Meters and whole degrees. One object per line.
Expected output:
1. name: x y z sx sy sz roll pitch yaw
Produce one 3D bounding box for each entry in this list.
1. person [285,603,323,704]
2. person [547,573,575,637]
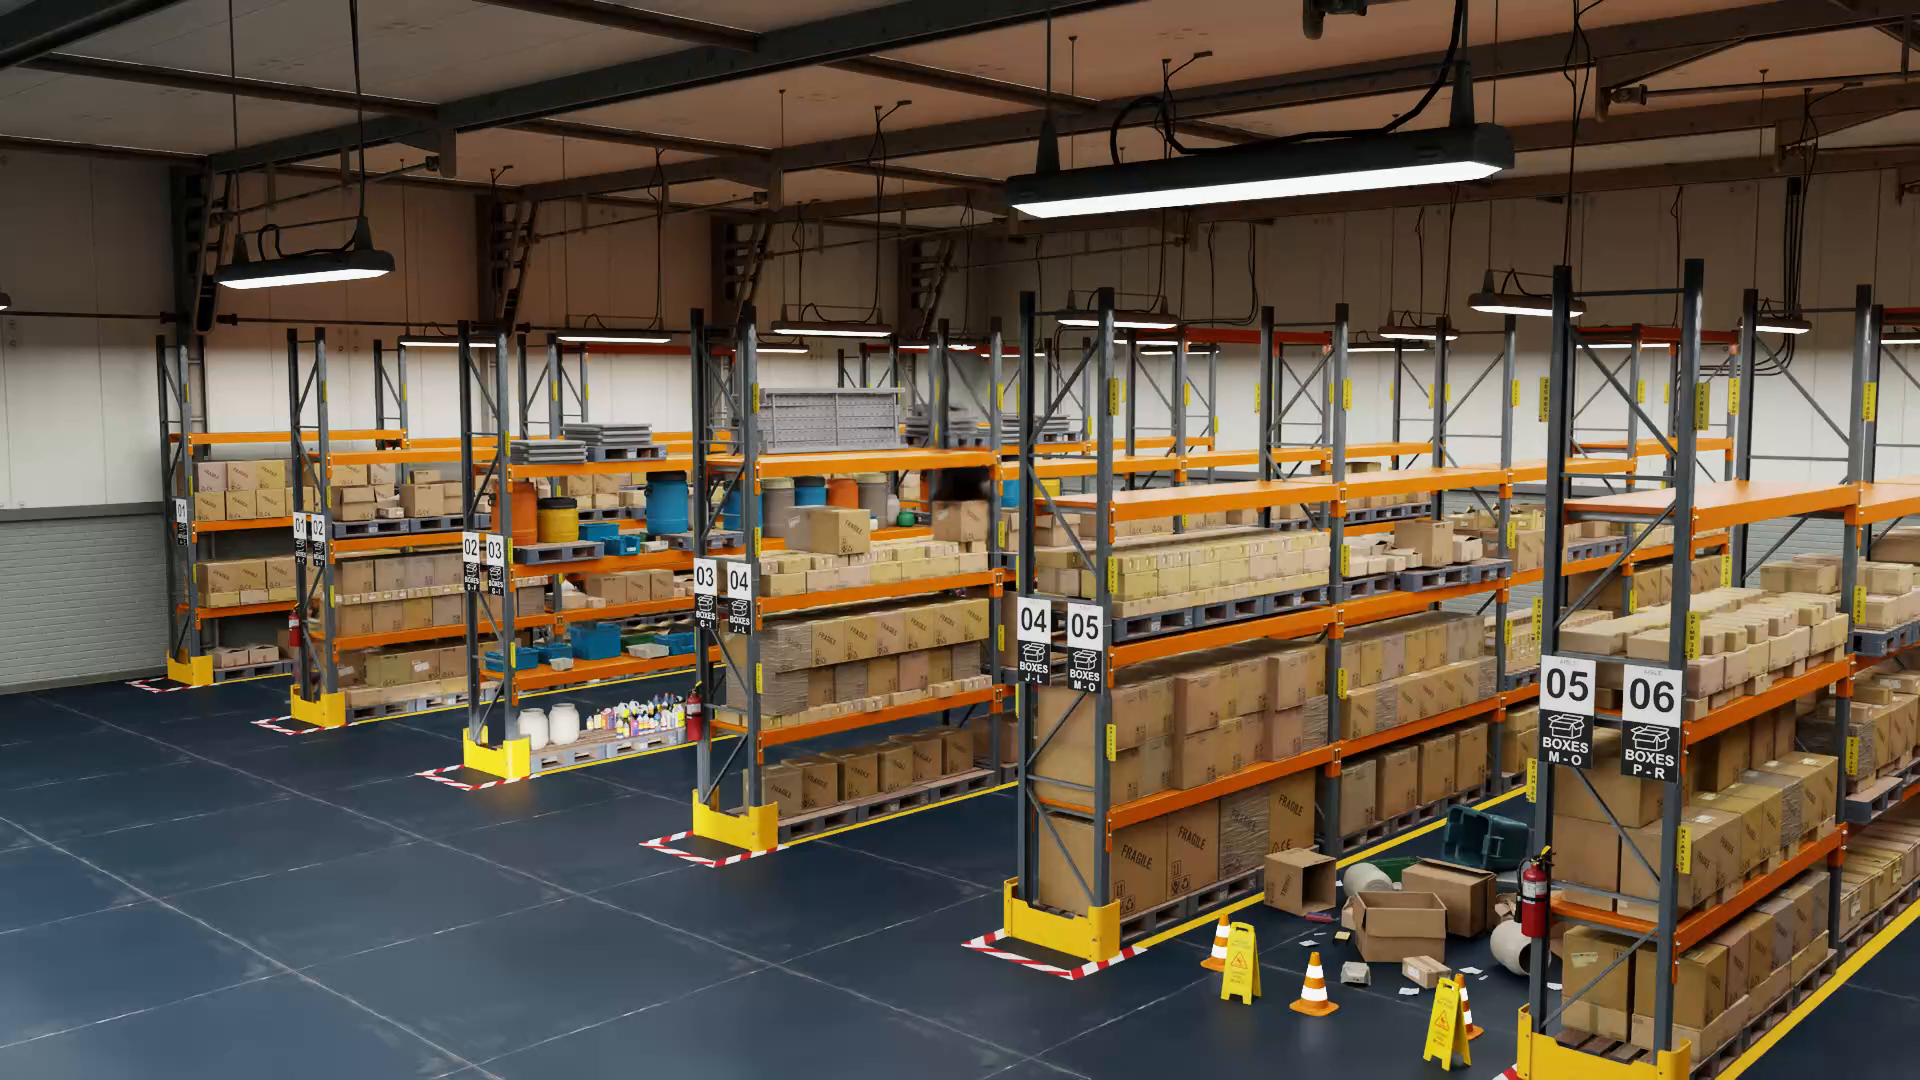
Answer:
1. person: -10.555 1.824 26.960 0.620 1.628 0.801 2 6 24
2. person: -7.388 1.395 30.987 0.711 1.765 0.880 5 7 42
